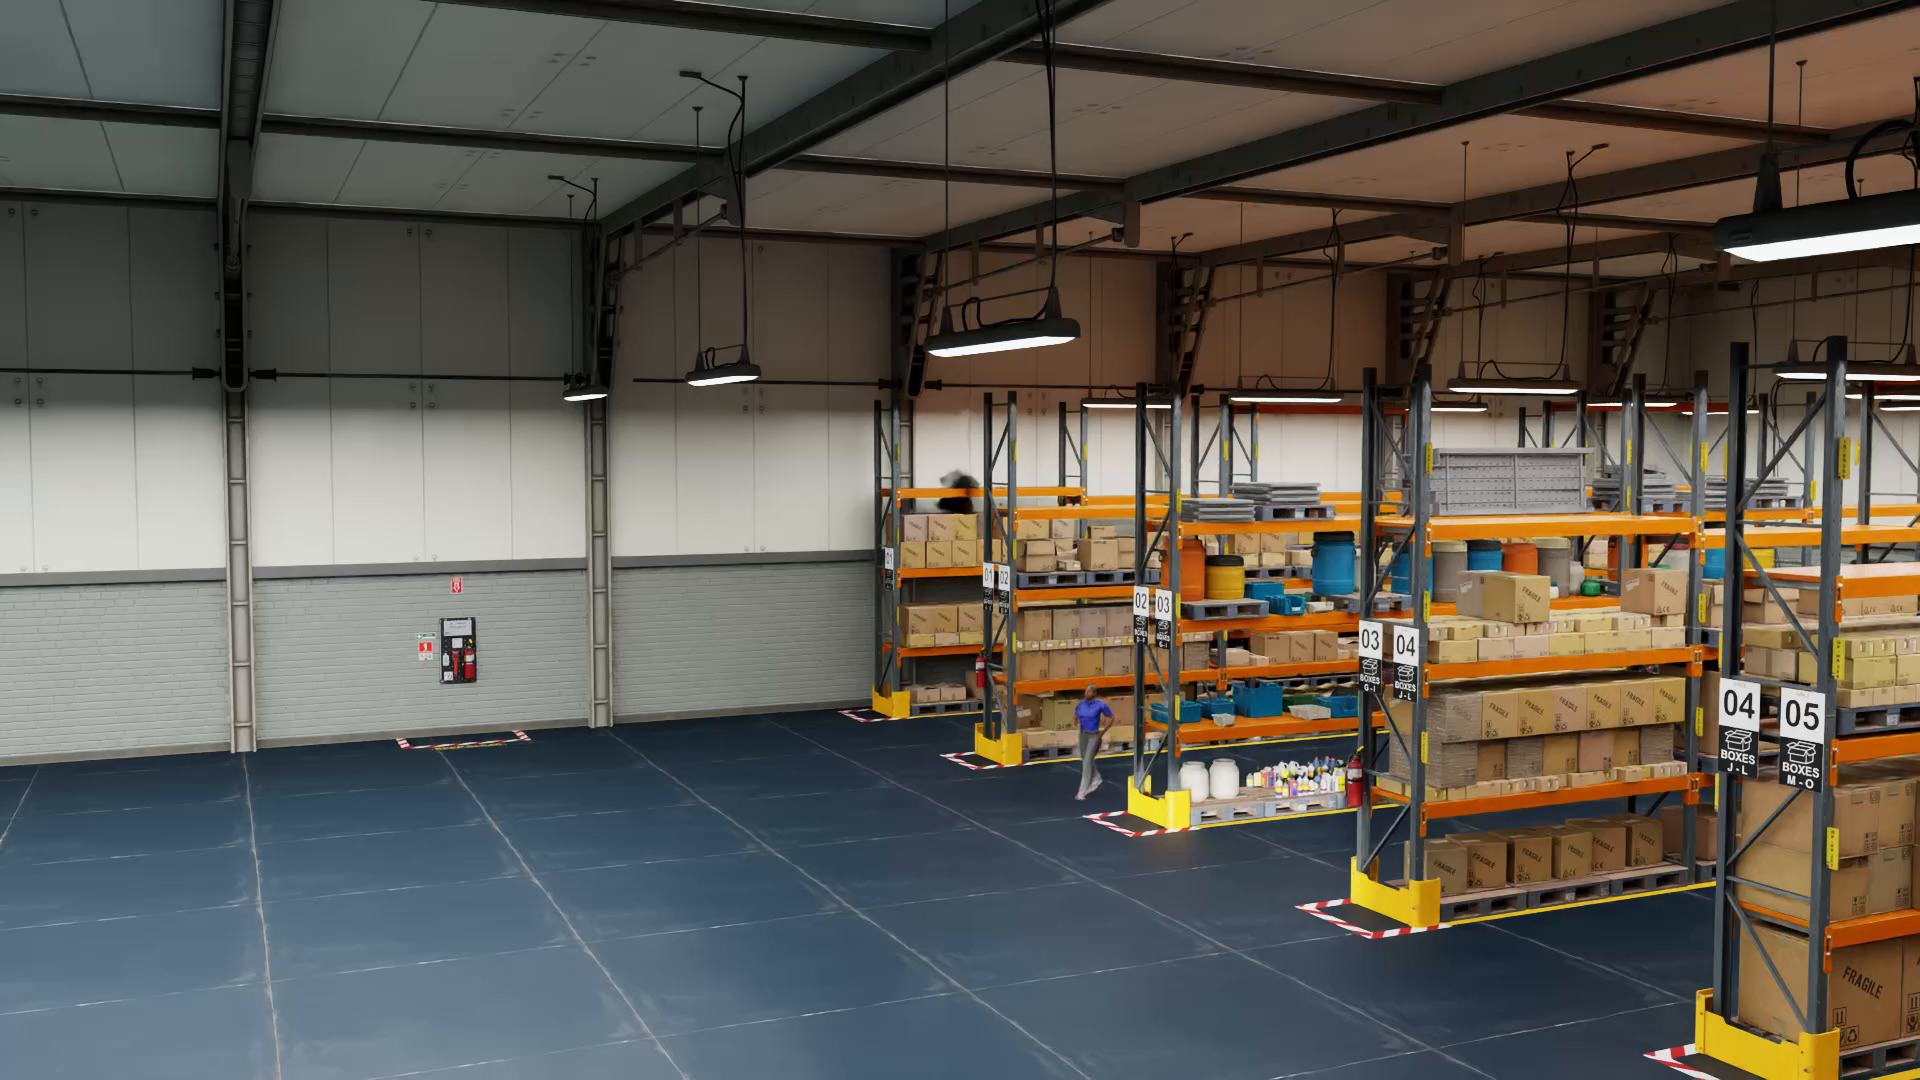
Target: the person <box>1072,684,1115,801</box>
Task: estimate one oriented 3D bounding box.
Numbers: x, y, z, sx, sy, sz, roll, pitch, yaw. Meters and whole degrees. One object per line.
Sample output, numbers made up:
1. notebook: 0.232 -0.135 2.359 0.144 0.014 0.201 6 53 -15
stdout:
1. person: 1.917 2.941 24.293 0.591 1.713 0.745 3 4 38
